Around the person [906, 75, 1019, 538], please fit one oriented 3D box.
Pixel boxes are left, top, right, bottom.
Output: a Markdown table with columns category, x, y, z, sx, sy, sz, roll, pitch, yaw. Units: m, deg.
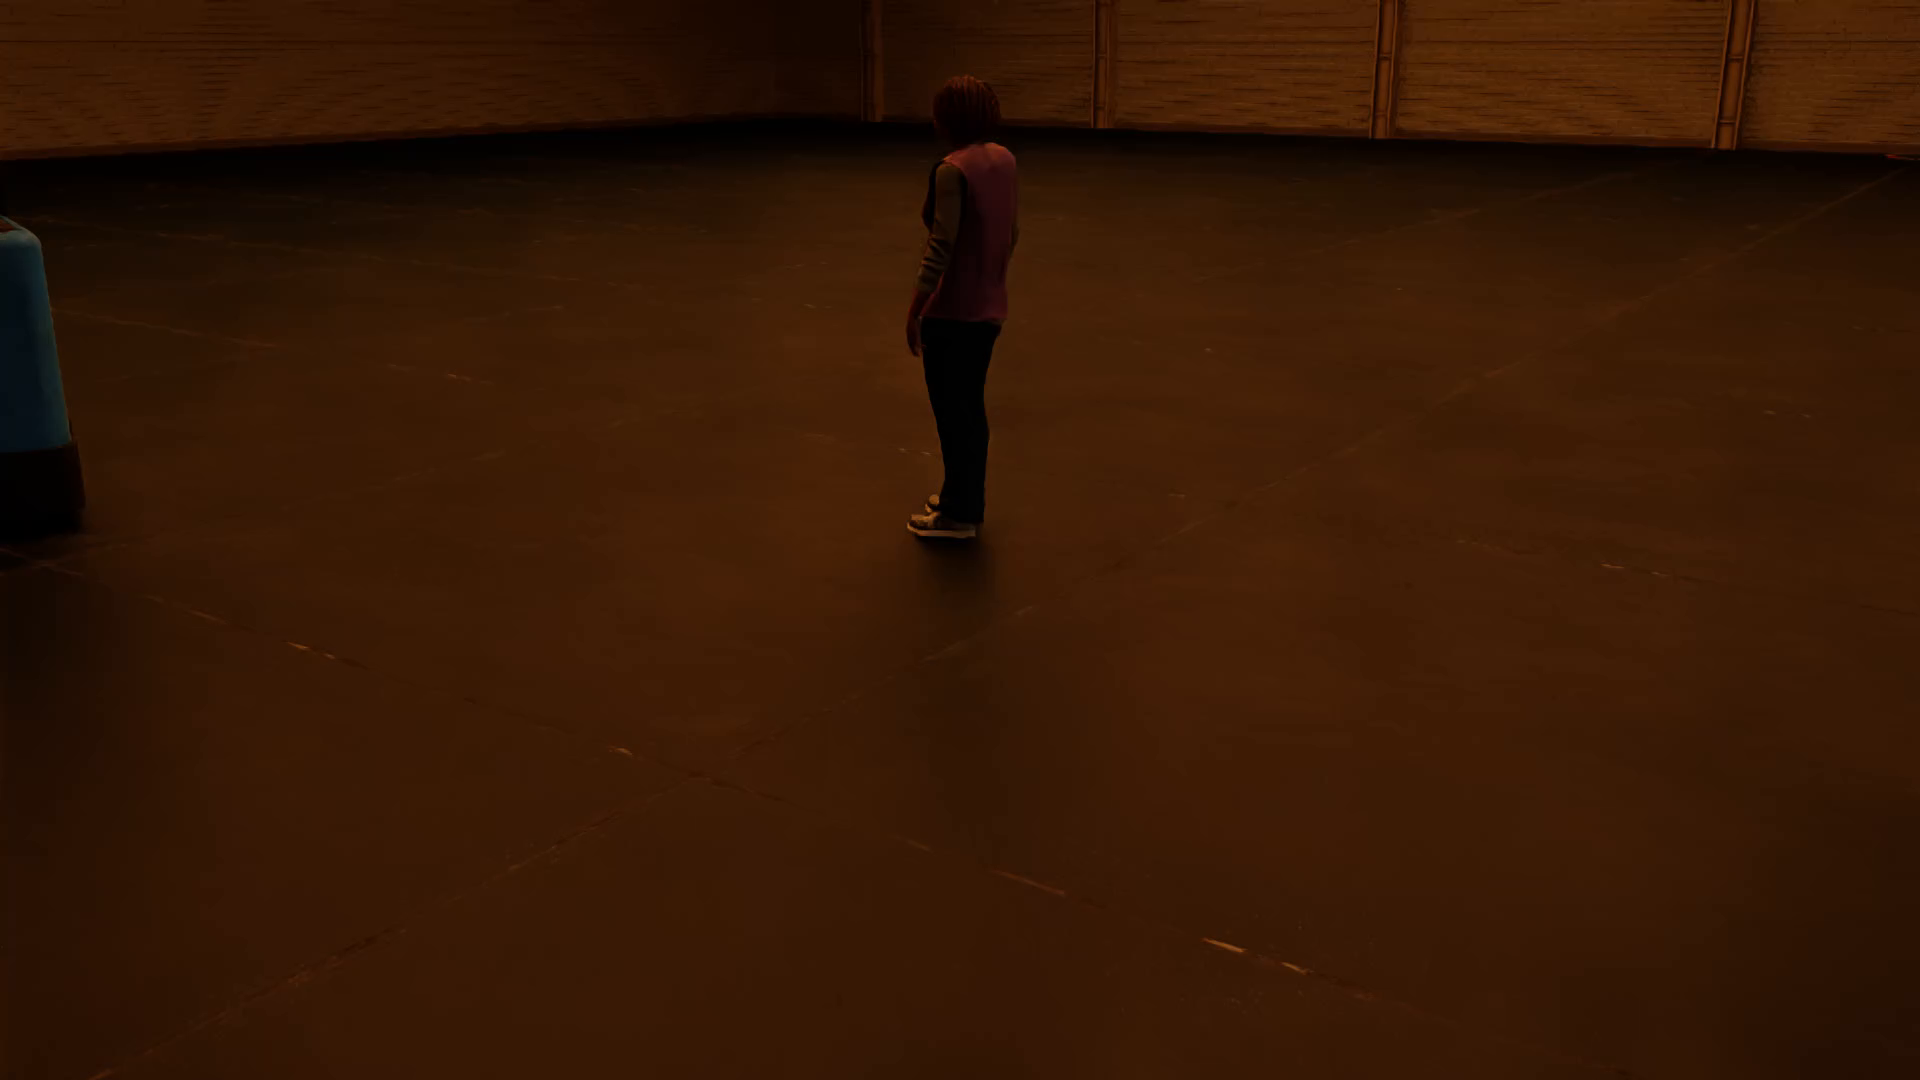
| category | x | y | z | sx | sy | sz | roll | pitch | yaw |
| --- | --- | --- | --- | --- | --- | --- | --- | --- | --- |
| person | -0.054 | -0.743 | 5.782 | 0.473 | 1.506 | 0.520 | 11 | 20 | 33 |

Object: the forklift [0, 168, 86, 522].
| category | x | y | z | sx | sy | sz | roll | pitch | yaw |
| --- | --- | --- | --- | --- | --- | --- | --- | --- | --- |
| forklift | -4.481 | -1.713 | 6.563 | 1.130 | 2.935 | 3.031 | -12 | 20 | -34 |
